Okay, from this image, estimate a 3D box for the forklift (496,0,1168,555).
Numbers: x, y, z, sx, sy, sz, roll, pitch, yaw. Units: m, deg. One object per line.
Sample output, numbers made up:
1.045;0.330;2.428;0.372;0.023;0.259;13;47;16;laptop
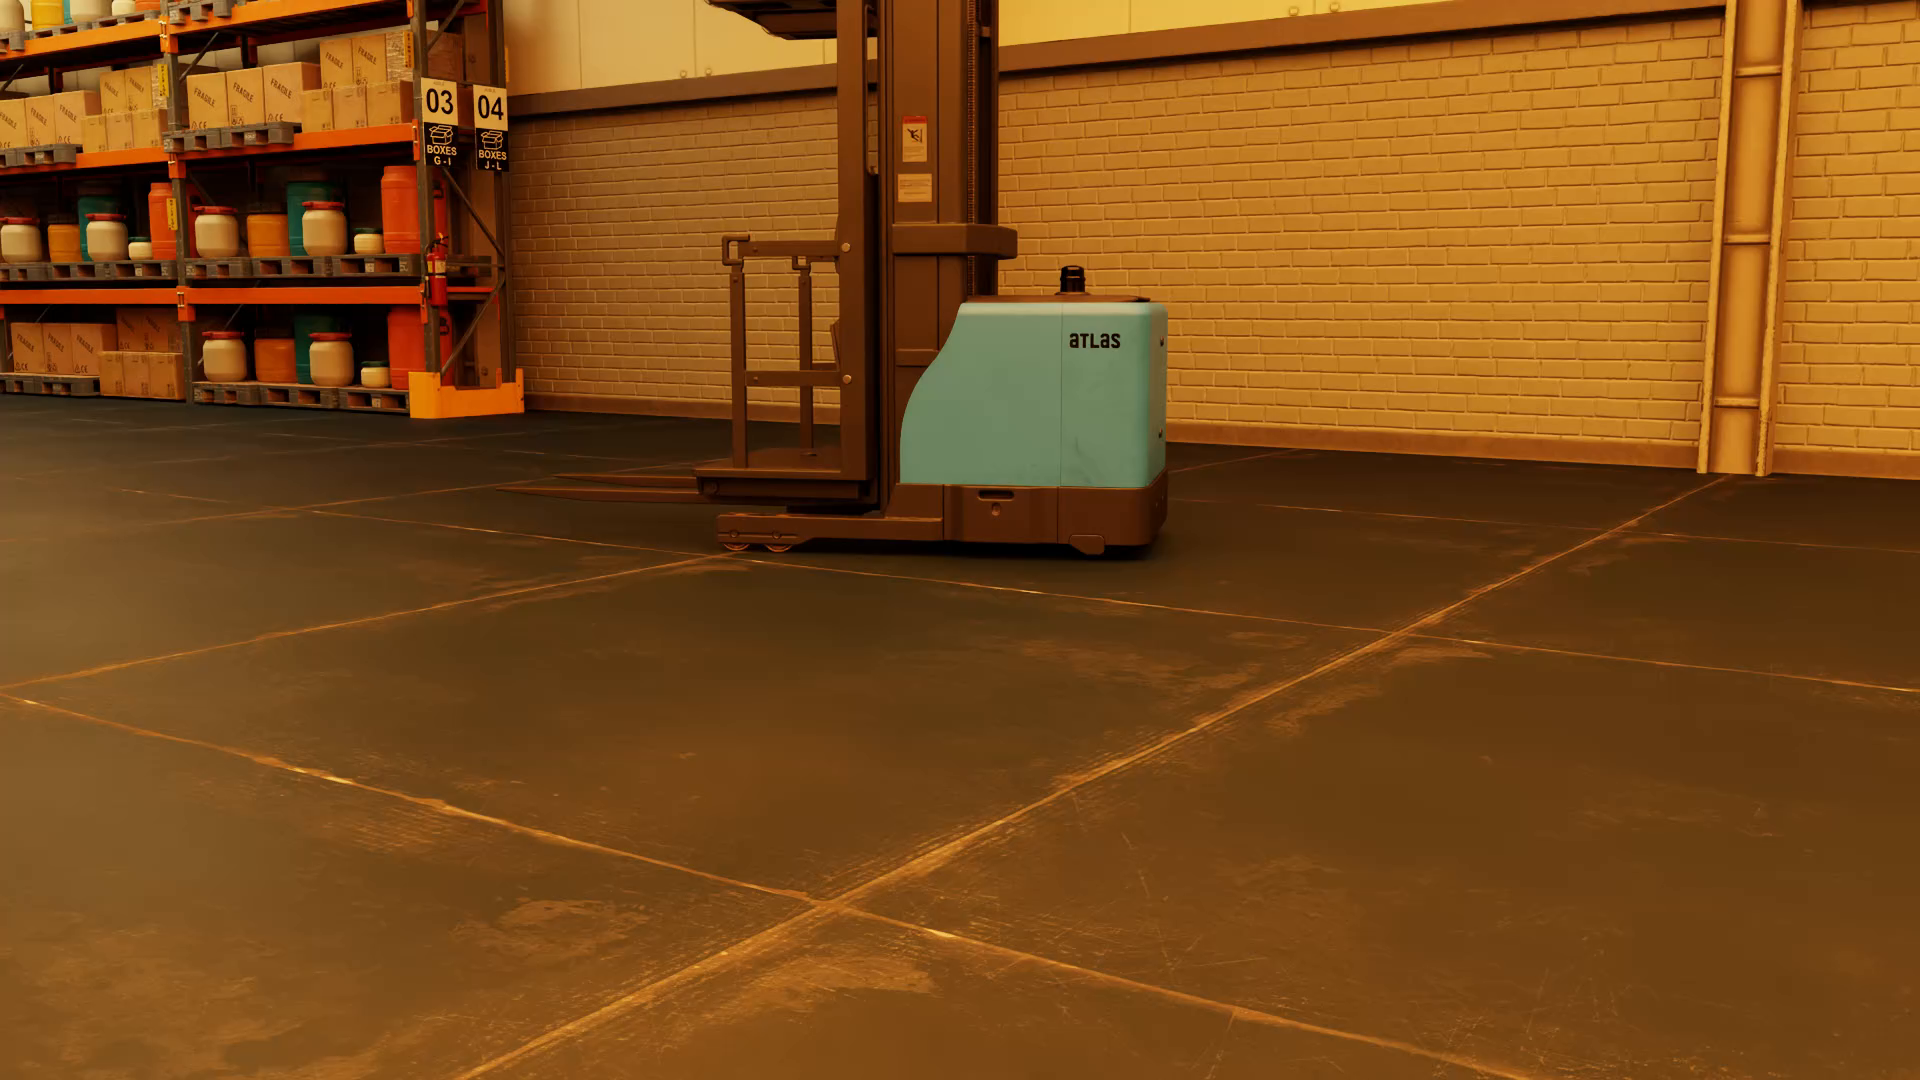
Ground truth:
-0.596;-1.469;7.520;3.031;2.935;1.130;2;8;12;forklift
